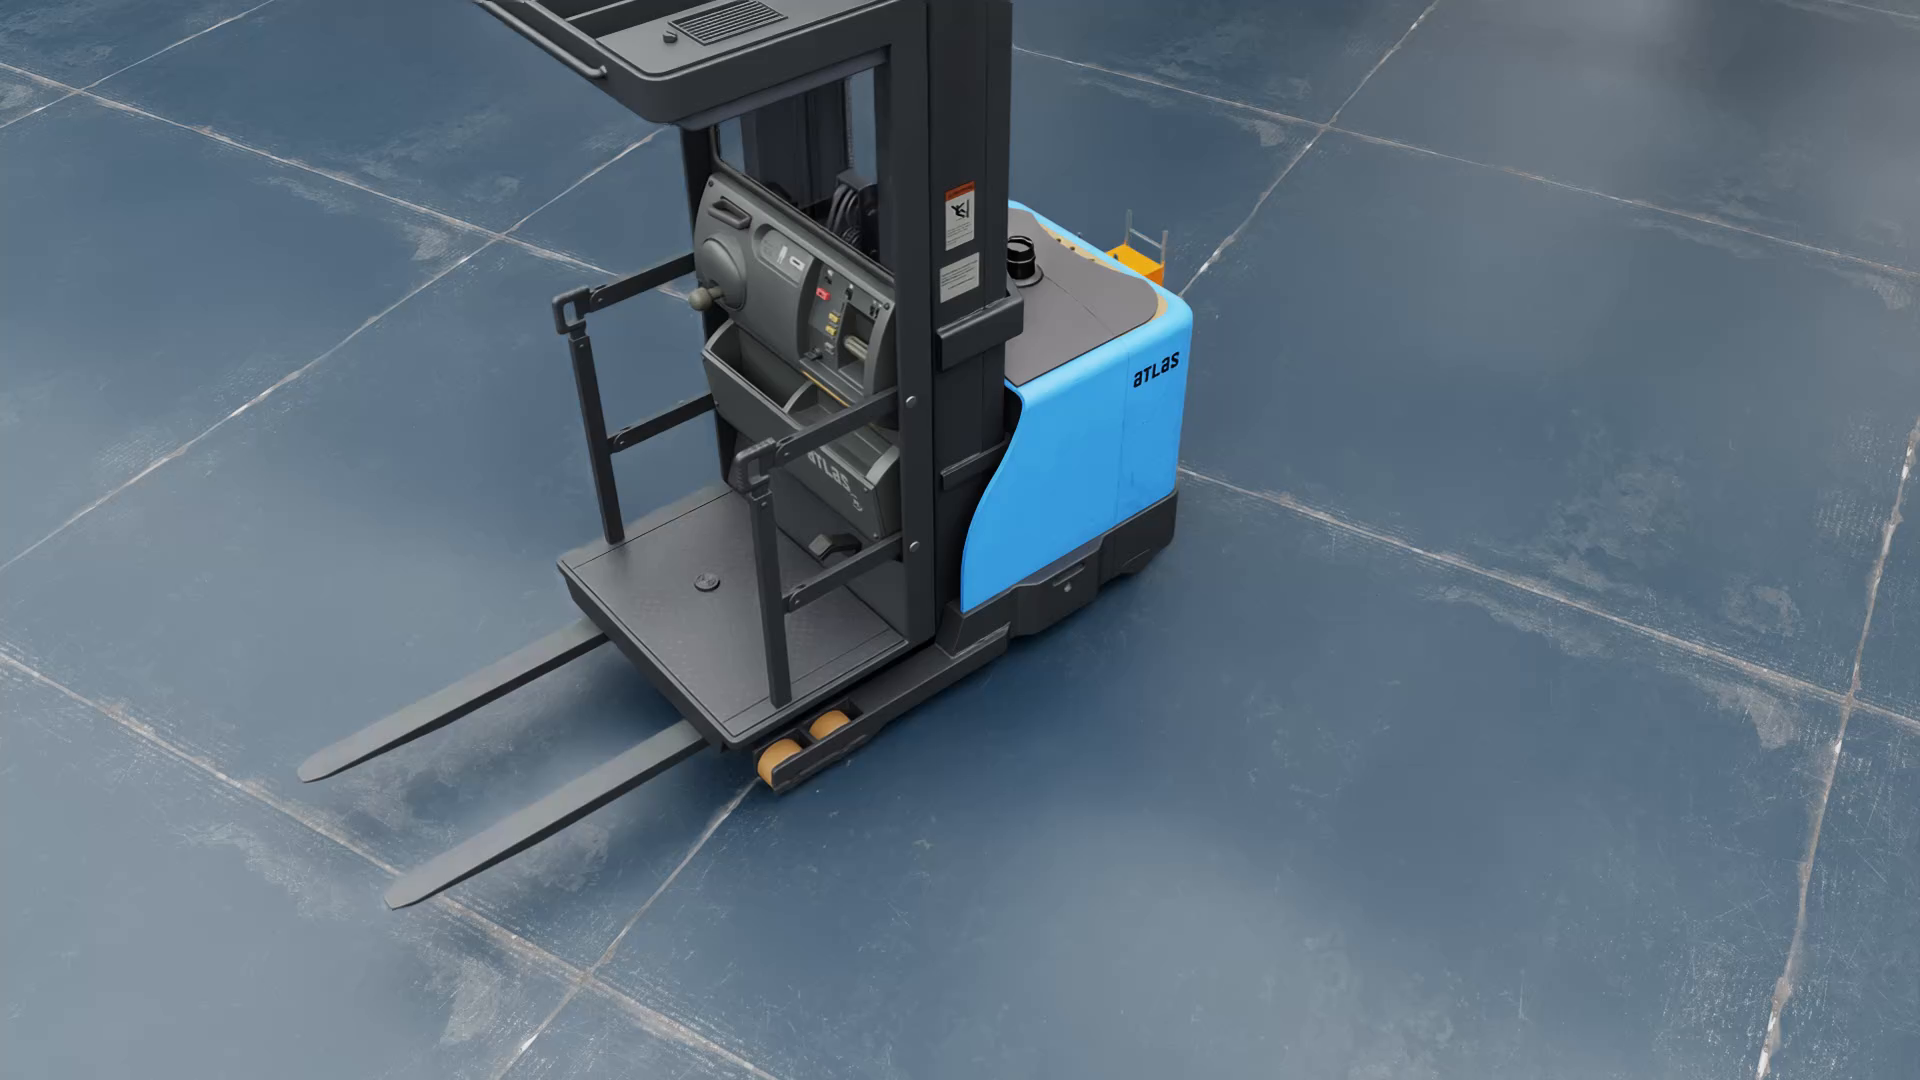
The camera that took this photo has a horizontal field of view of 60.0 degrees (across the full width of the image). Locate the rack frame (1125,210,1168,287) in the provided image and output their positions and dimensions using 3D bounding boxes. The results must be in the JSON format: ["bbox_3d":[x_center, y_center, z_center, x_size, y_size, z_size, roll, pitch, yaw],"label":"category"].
[{"bbox_3d":[0.673,-0.750,6.307,0.008,1.050,0.200,-29,49,-29],"label":"rack frame"}]

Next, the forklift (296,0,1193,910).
[{"bbox_3d":[-0.664,-0.692,4.818,3.031,2.935,1.130,-29,49,-29],"label":"forklift"}]

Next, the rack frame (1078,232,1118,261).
[{"bbox_3d":[0.485,-0.647,6.190,0.008,1.050,0.200,-29,49,-29],"label":"rack frame"}]

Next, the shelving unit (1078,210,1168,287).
[{"bbox_3d":[0.579,-0.699,6.249,0.252,1.050,0.215,-29,49,-29],"label":"shelving unit"}]

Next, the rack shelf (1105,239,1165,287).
[{"bbox_3d":[0.579,-0.904,6.068,0.240,0.259,0.215,-29,49,-29],"label":"rack shelf"}]
